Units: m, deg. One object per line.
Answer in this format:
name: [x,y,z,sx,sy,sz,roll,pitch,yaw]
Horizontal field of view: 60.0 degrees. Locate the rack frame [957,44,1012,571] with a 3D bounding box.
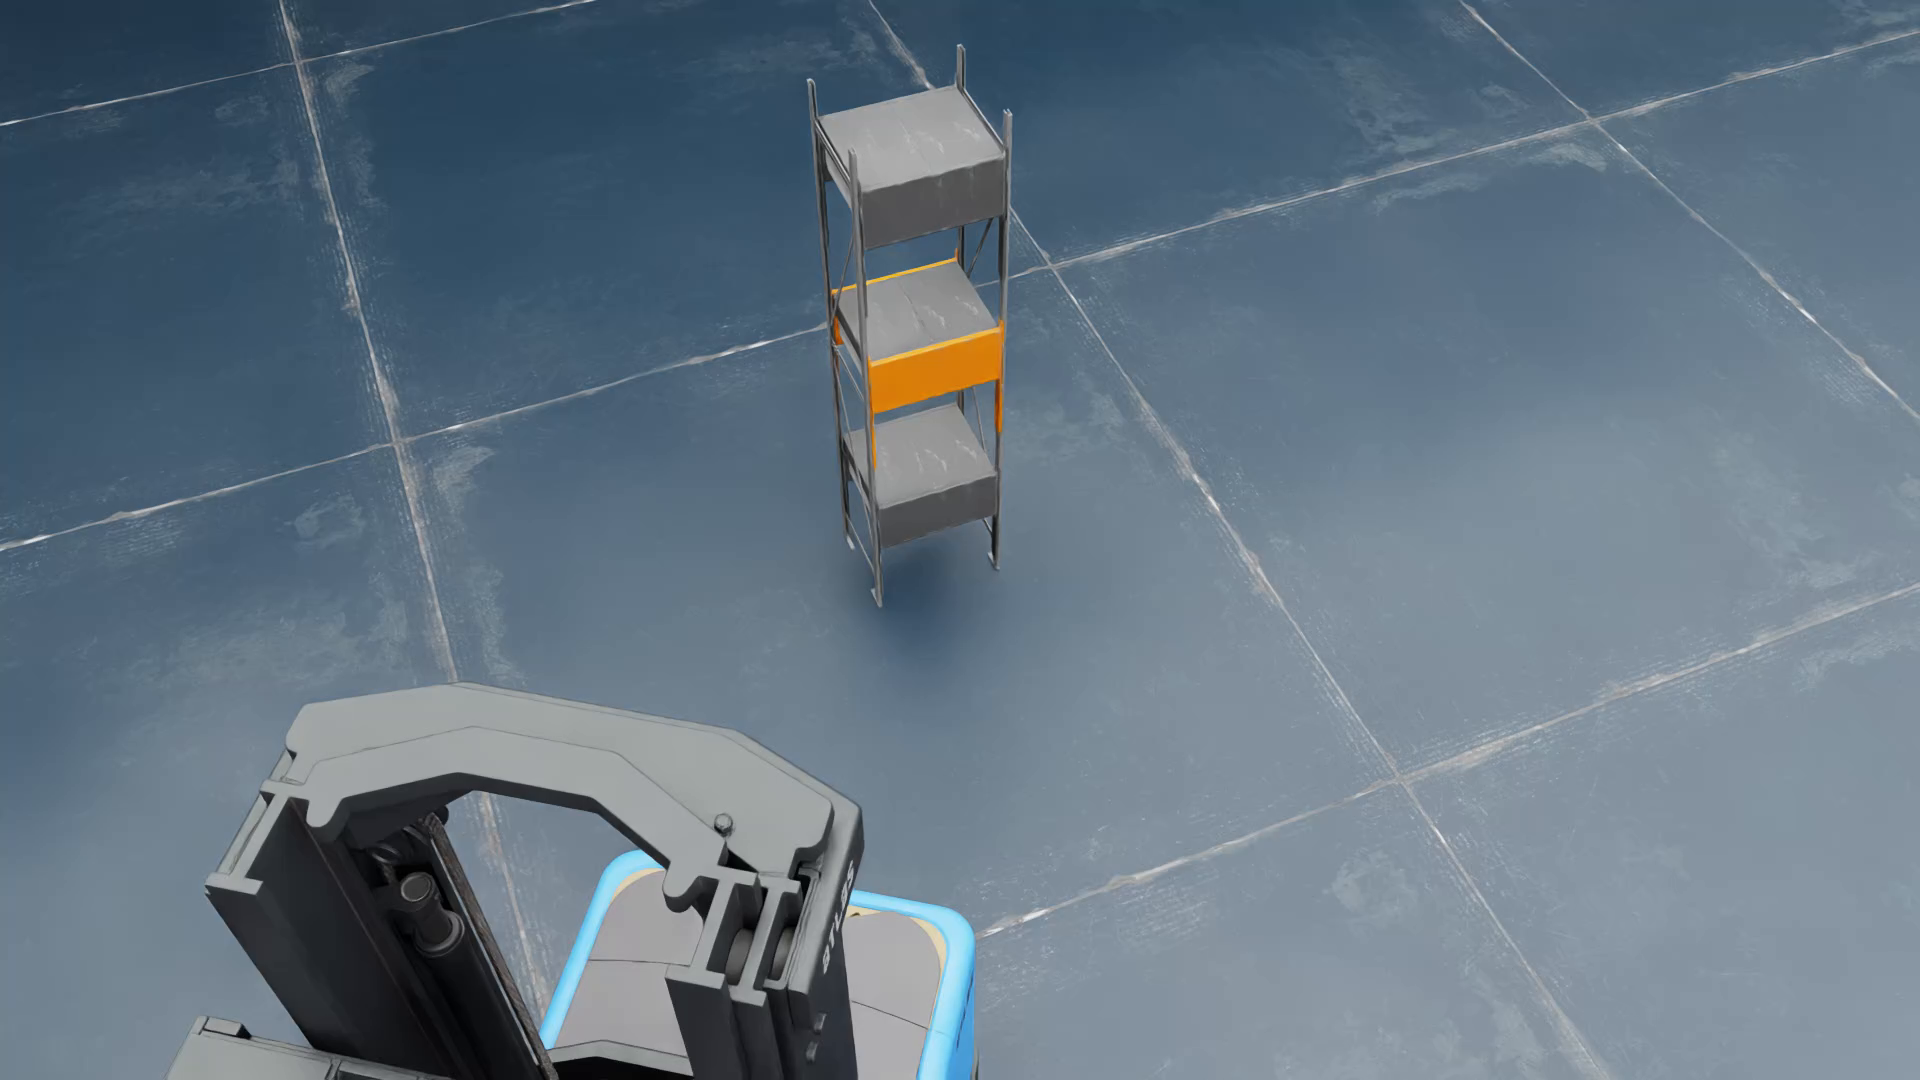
rack frame: [0.073,-0.707,5.814,0.015,2.100,0.400,-17,52,-14]

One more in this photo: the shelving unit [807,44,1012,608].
shelving unit: [-0.153,-0.637,5.753,0.503,2.100,0.431,-17,52,-14]

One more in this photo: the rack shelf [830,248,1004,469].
rack shelf: [-0.153,-0.628,5.764,0.480,0.518,0.431,-17,52,-14]

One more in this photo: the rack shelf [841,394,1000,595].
rack shelf: [-0.153,-0.172,6.295,0.480,0.518,0.431,-17,52,-14]

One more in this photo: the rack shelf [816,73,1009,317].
rack shelf: [-0.153,-1.084,5.233,0.480,0.518,0.431,-17,52,-14]

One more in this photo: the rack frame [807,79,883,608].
rack frame: [-0.379,-0.567,5.693,0.015,2.100,0.400,-17,52,-14]

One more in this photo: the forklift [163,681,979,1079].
forklift: [-0.754,1.739,3.165,1.130,2.935,3.031,9,50,8]
